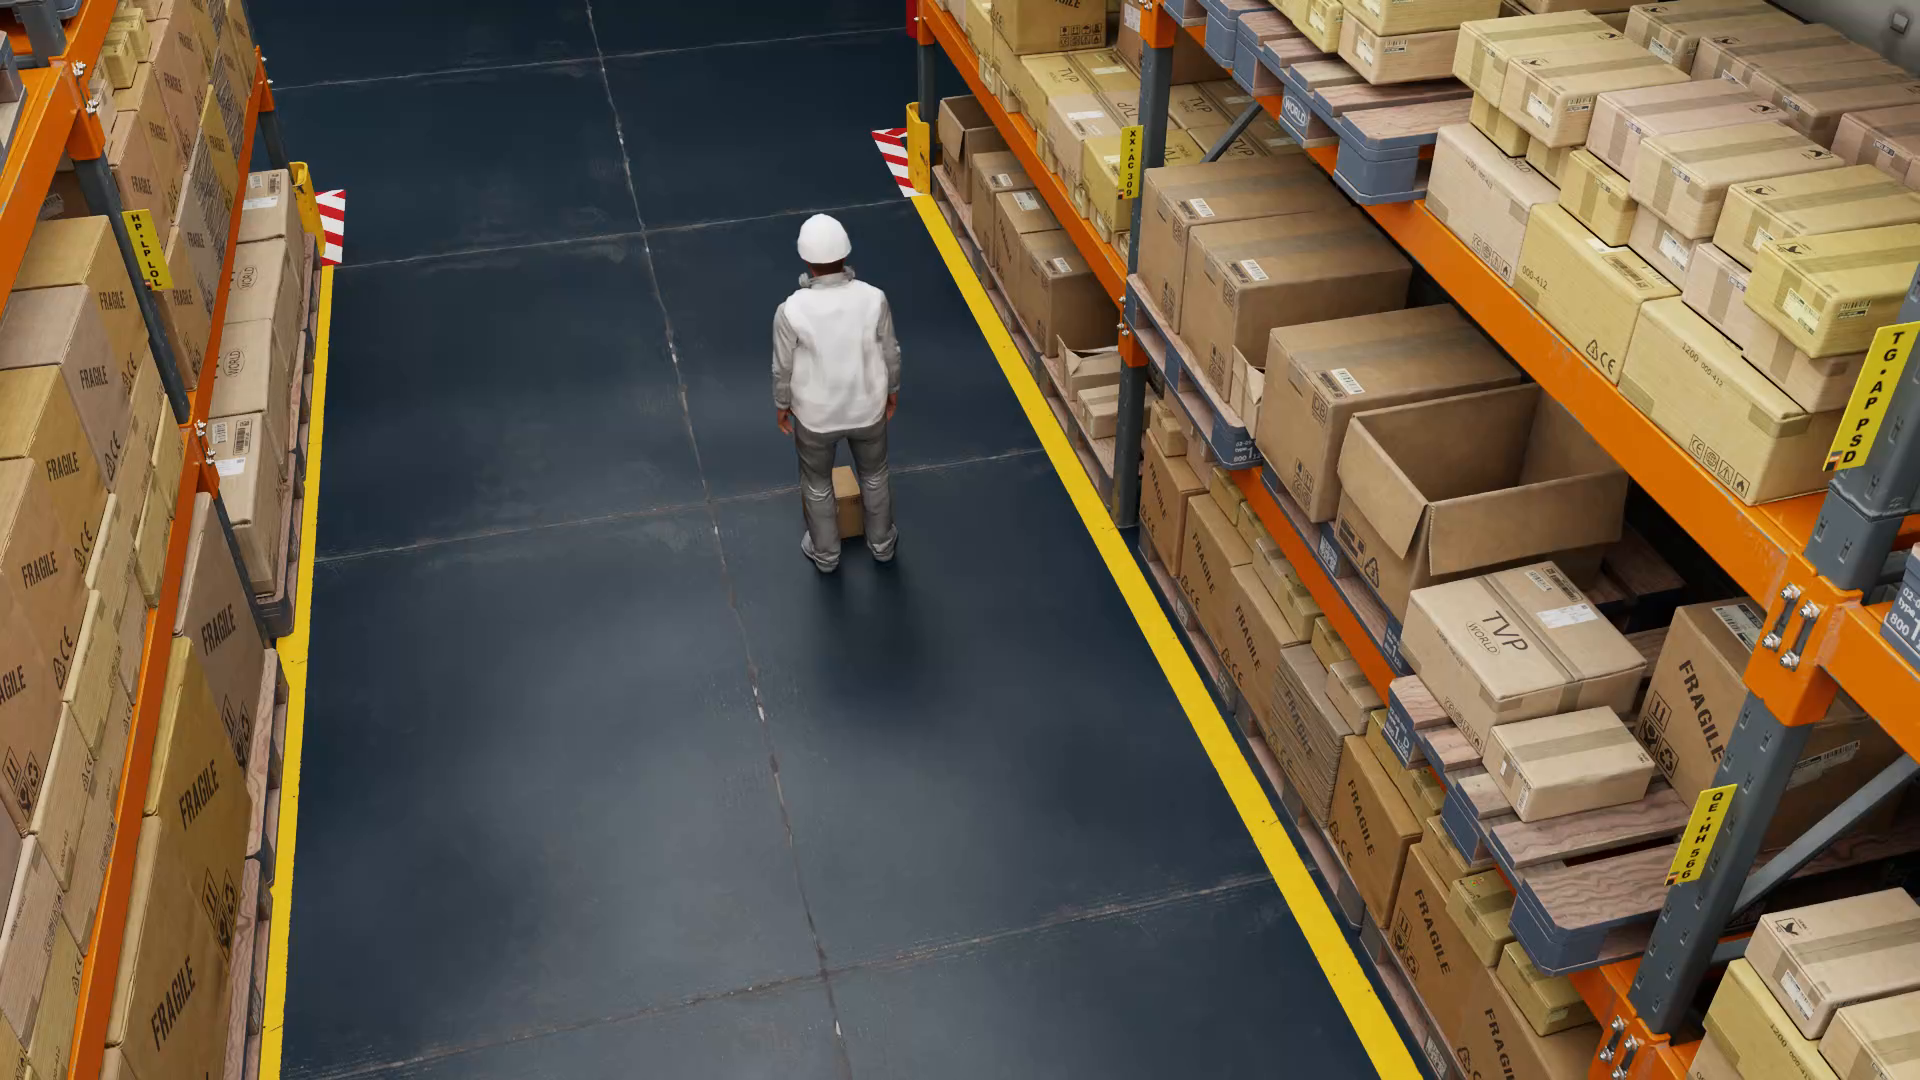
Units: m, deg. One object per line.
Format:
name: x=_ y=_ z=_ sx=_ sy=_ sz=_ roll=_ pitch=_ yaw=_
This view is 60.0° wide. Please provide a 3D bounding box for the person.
person: x=-0.548 y=-0.624 z=7.493 sx=0.581 sy=1.772 sz=0.460 roll=-9 pitch=39 yaw=-11
